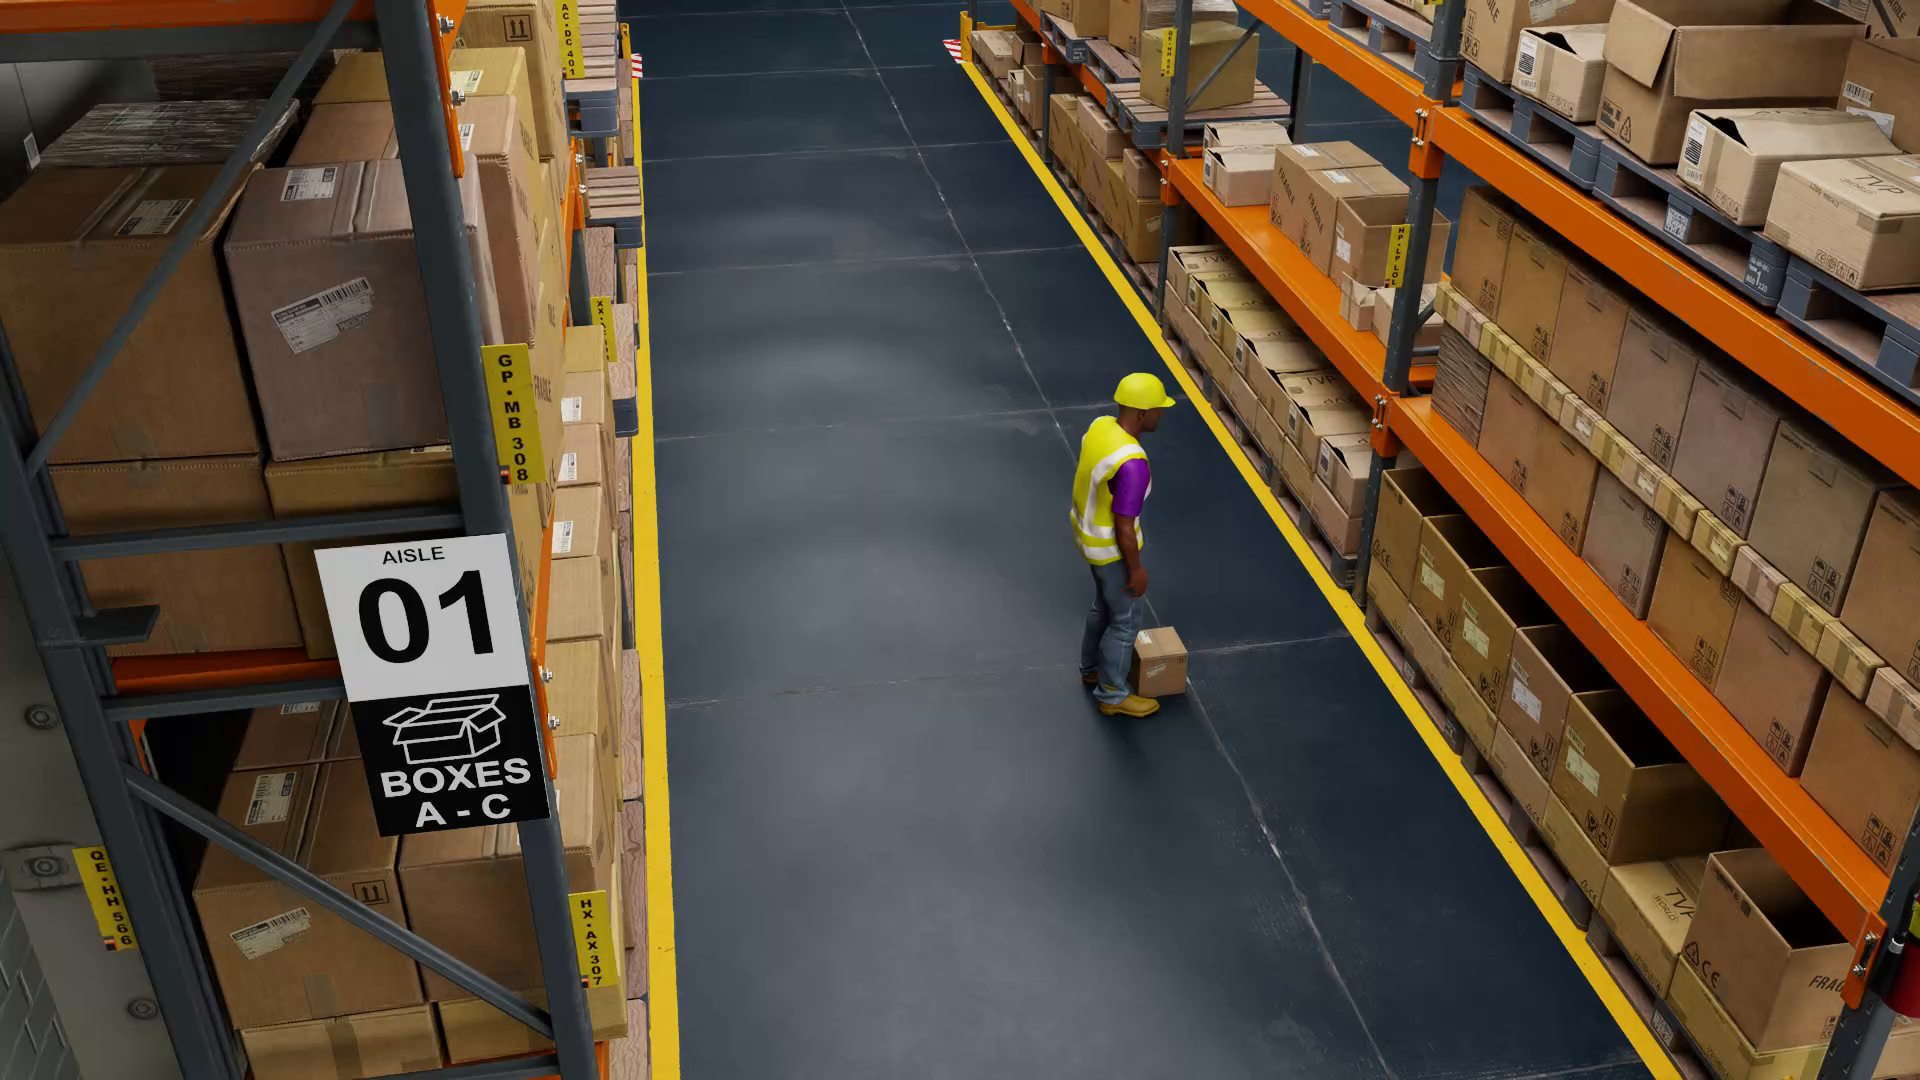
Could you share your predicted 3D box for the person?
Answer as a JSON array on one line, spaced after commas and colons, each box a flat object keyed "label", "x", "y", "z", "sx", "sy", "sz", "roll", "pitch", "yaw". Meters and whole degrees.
[{"label": "person", "x": 0.780, "y": 0.010, "z": 8.103, "sx": 0.461, "sy": 1.760, "sz": 0.626, "roll": -6, "pitch": 31, "yaw": -9}]
